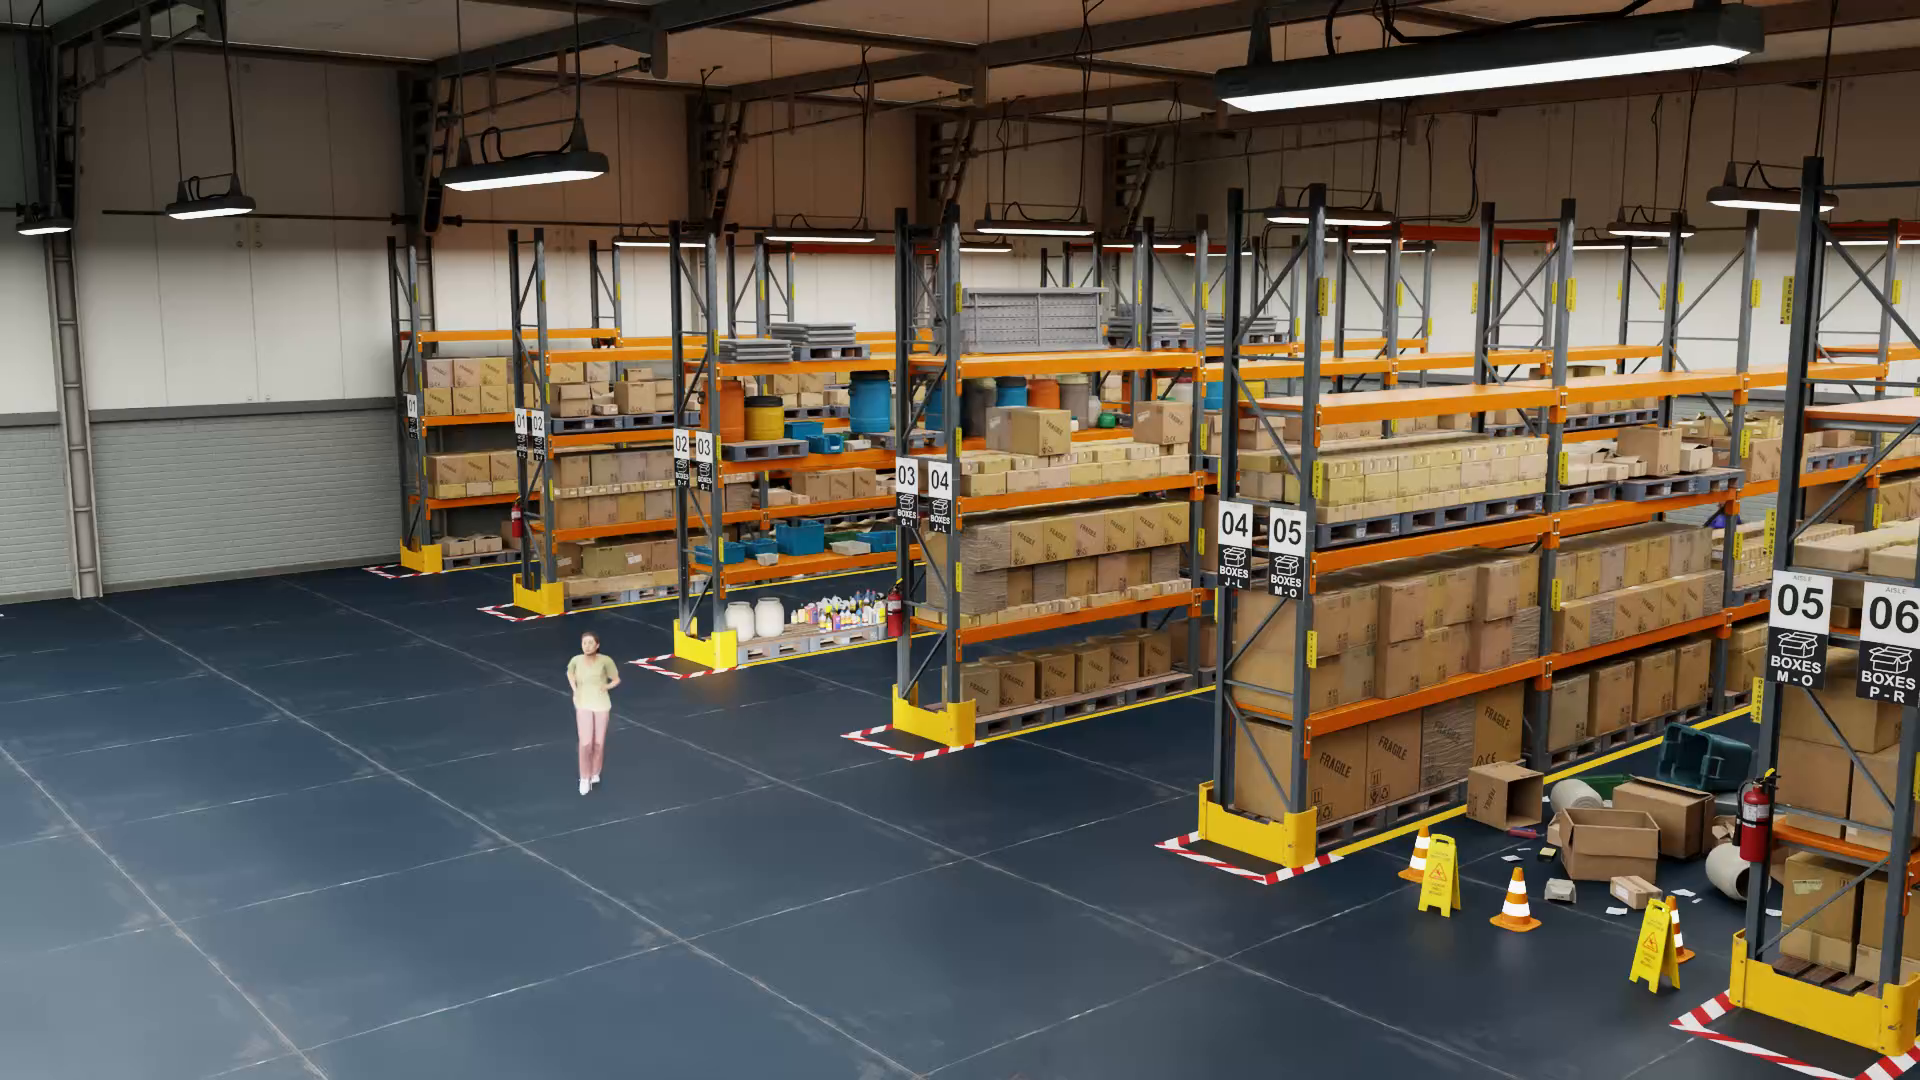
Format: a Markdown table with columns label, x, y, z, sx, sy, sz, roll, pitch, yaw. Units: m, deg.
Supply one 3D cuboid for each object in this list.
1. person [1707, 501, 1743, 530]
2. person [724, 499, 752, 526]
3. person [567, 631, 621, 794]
| label | x | y | z | sx | sy | sz | roll | pitch | yaw |
| --- | --- | --- | --- | --- | --- | --- | --- | --- | --- |
| person | 12.718 | 0.131 | 27.740 | 0.606 | 1.661 | 0.852 | 4 | 9 | 22 |
| person | -4.253 | -0.388 | 30.725 | 0.640 | 1.738 | 0.669 | 8 | 12 | 42 |
| person | -3.741 | 1.755 | 17.010 | 0.550 | 1.688 | 0.674 | -1 | 9 | -9 |
